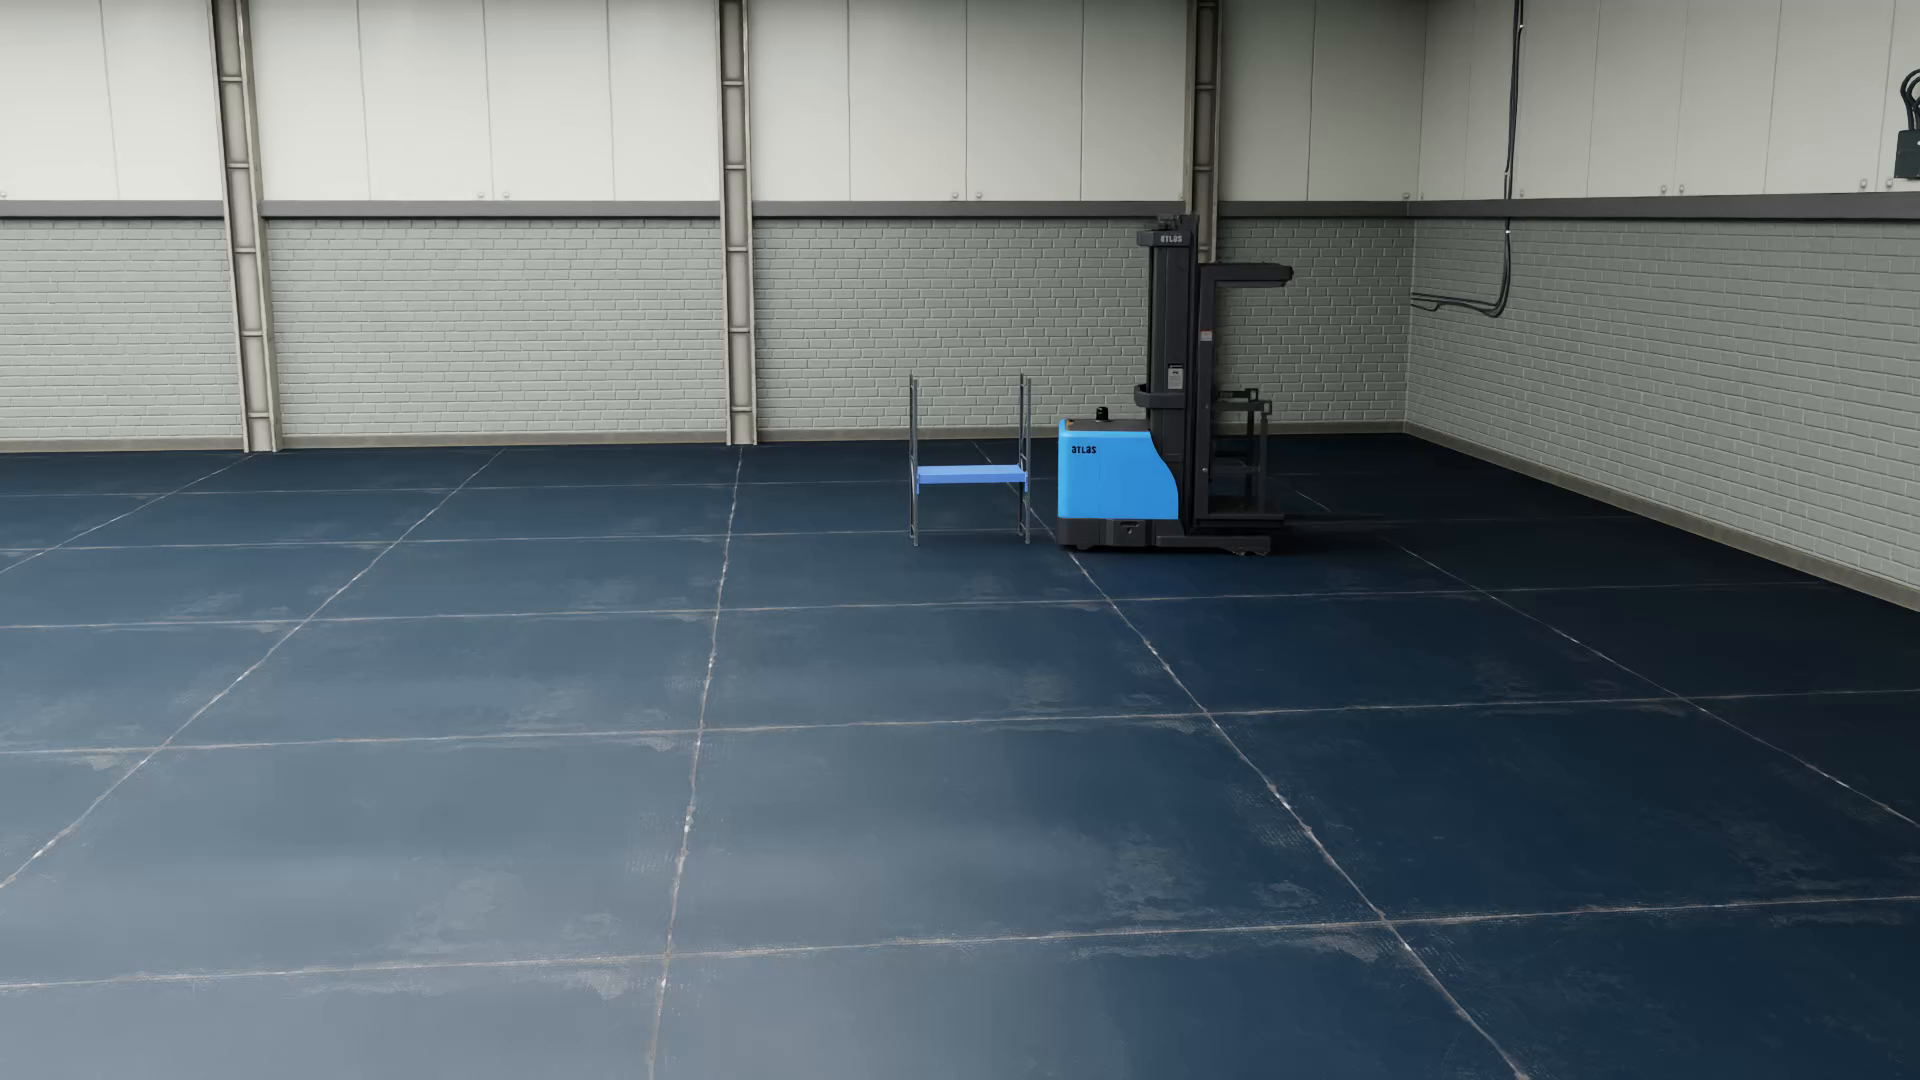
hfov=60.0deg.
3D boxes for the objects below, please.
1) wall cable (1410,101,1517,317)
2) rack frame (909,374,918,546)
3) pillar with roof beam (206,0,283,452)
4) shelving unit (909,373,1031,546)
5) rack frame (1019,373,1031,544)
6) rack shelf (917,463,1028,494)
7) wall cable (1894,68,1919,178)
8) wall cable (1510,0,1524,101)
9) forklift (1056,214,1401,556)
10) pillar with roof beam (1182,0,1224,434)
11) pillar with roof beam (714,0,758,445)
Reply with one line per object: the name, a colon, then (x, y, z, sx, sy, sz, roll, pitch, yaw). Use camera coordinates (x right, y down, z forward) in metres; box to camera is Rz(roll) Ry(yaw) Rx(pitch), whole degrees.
wall cable: (6.201, -4.085, 20.749, 0.112, 2.526, 3.097, -1, 11, -6)
rack frame: (-0.421, -0.727, 15.061, 0.032, 1.500, 0.500, -1, 11, -6)
pillar with roof beam: (-8.335, -4.725, 15.957, 0.400, 9.000, 9.100, -1, 11, -6)
shelving unit: (0.085, -0.738, 15.114, 1.048, 1.500, 0.538, -1, 11, -6)
rack frame: (0.590, -0.748, 15.168, 0.032, 1.500, 0.500, -1, 11, -6)
rack shelf: (0.085, -0.561, 15.149, 1.000, 0.185, 0.538, -1, 11, -6)
wall cable: (7.210, -5.456, 10.859, 0.169, 6.003, 2.305, -1, 11, -6)
wall cable: (6.493, -6.044, 17.623, 0.112, 2.526, 3.097, -1, 11, -6)
forklift: (2.392, -1.408, 14.811, 3.031, 2.935, 1.130, 1, 11, 3)
pillar with roof beam: (3.594, -4.975, 17.228, 0.400, 9.000, 9.100, -1, 11, -6)
pillar with roof beam: (-2.371, -4.850, 16.592, 0.400, 9.000, 9.100, -1, 11, -6)
